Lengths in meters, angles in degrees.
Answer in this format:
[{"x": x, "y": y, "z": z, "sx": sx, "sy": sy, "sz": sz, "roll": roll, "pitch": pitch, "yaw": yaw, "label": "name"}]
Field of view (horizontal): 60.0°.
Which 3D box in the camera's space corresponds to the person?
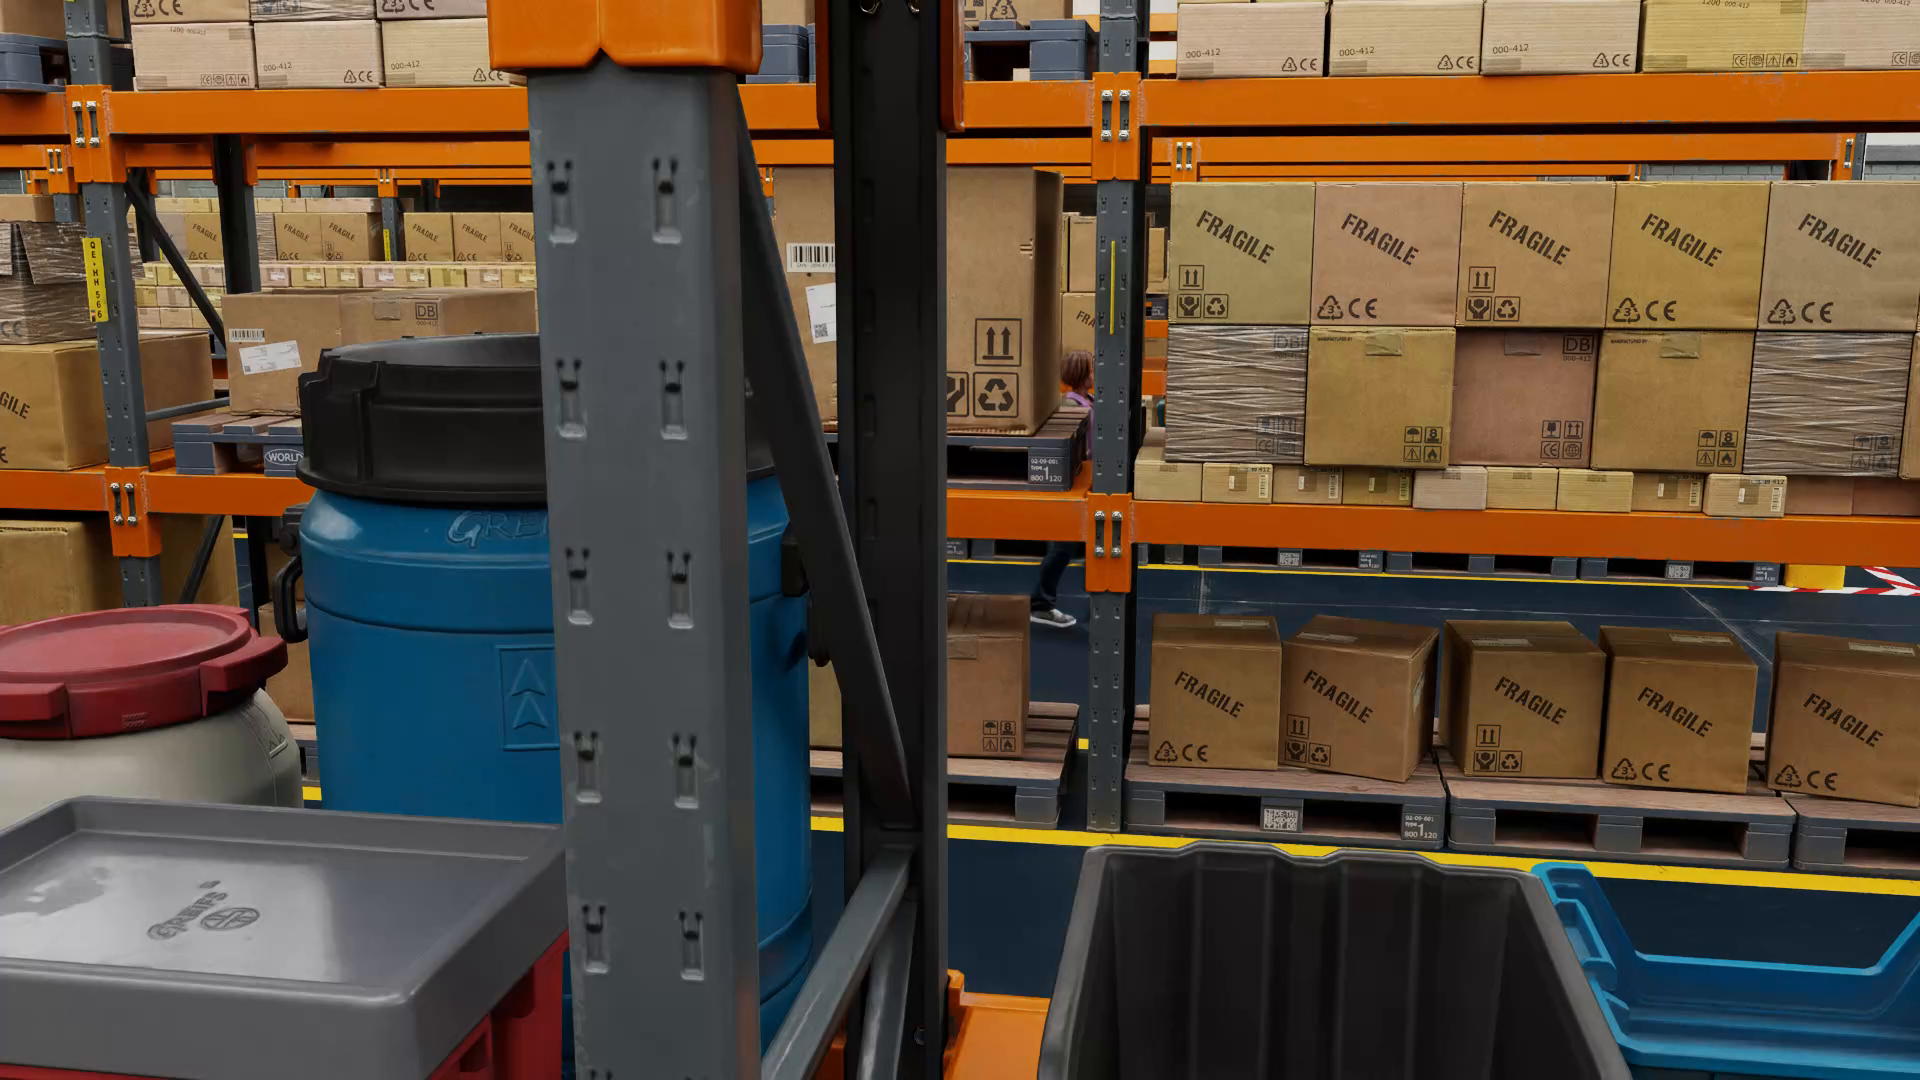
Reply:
[{"x": 0.696, "y": -0.238, "z": 9.204, "sx": 0.680, "sy": 1.635, "sz": 0.439, "roll": 4, "pitch": 12, "yaw": 18, "label": "person"}]
